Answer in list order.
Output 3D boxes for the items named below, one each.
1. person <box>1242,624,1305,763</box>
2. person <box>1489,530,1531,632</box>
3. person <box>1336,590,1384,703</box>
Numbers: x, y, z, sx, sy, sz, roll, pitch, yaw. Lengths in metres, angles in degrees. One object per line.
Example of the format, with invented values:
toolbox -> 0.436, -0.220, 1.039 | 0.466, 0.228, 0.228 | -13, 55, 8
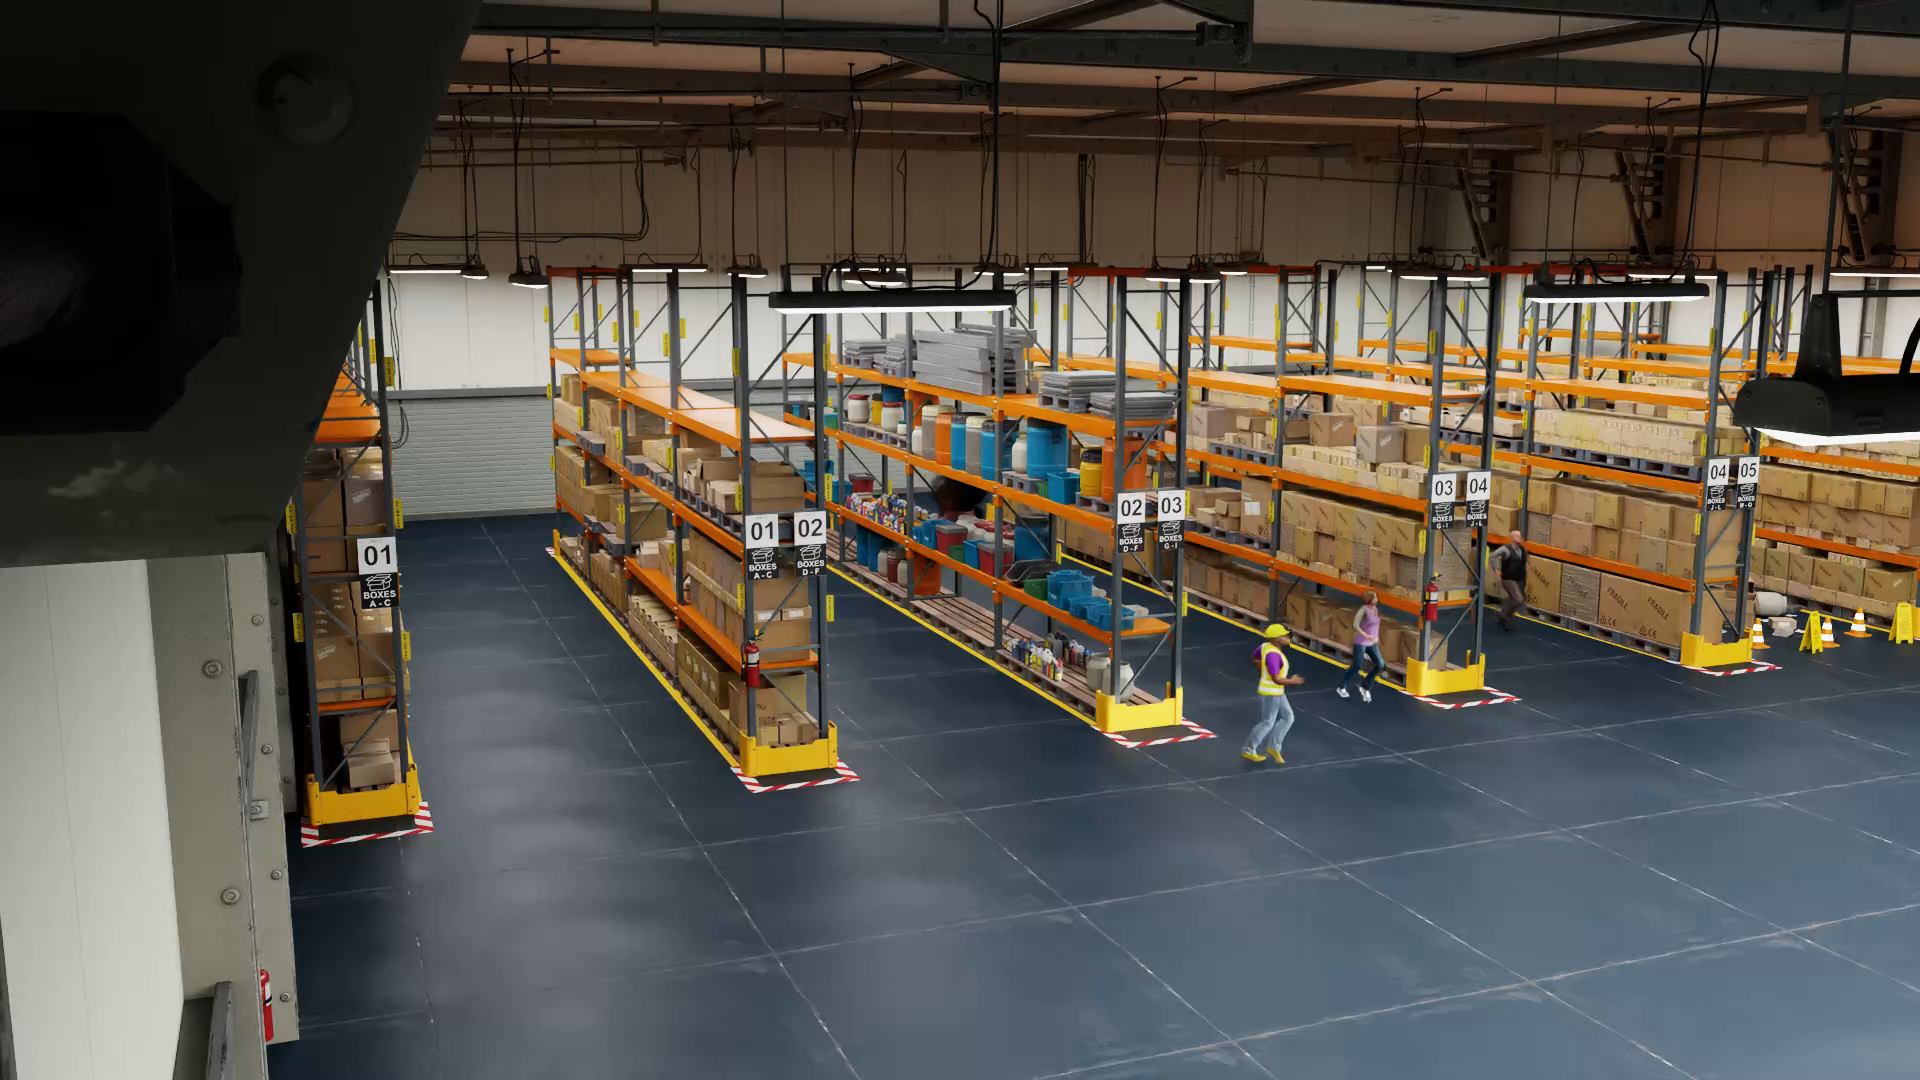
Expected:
person -> 3.886, 1.932, 20.613 | 0.735, 1.832, 0.722 | 2, 10, 10
person -> 9.247, 0.685, 27.758 | 0.644, 1.699, 0.642 | -6, 11, -30
person -> 5.760, 1.488, 23.625 | 0.600, 1.586, 0.616 | -8, 13, -38
